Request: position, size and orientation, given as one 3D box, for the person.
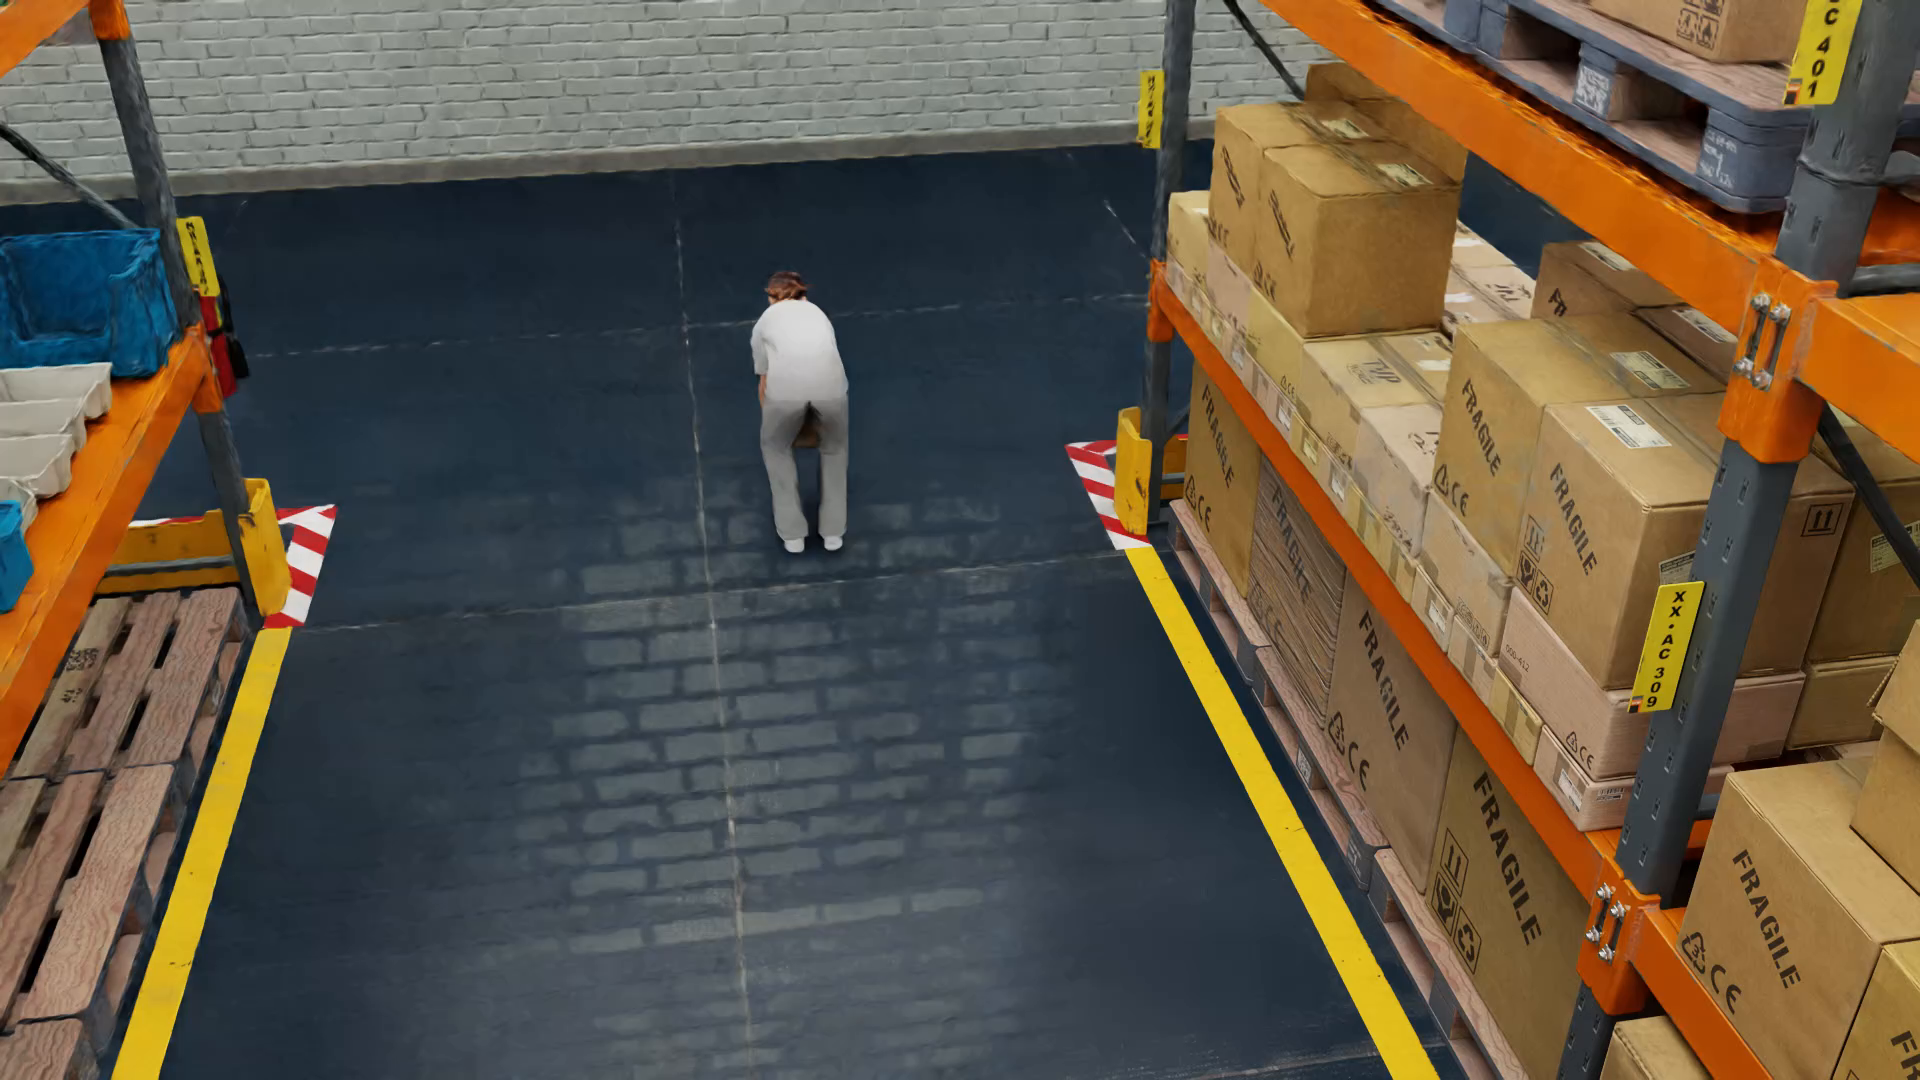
[{"bbox_3d":[-0.730,-0.581,7.626,0.404,1.148,0.863,-6,31,-10],"label":"person"}]
